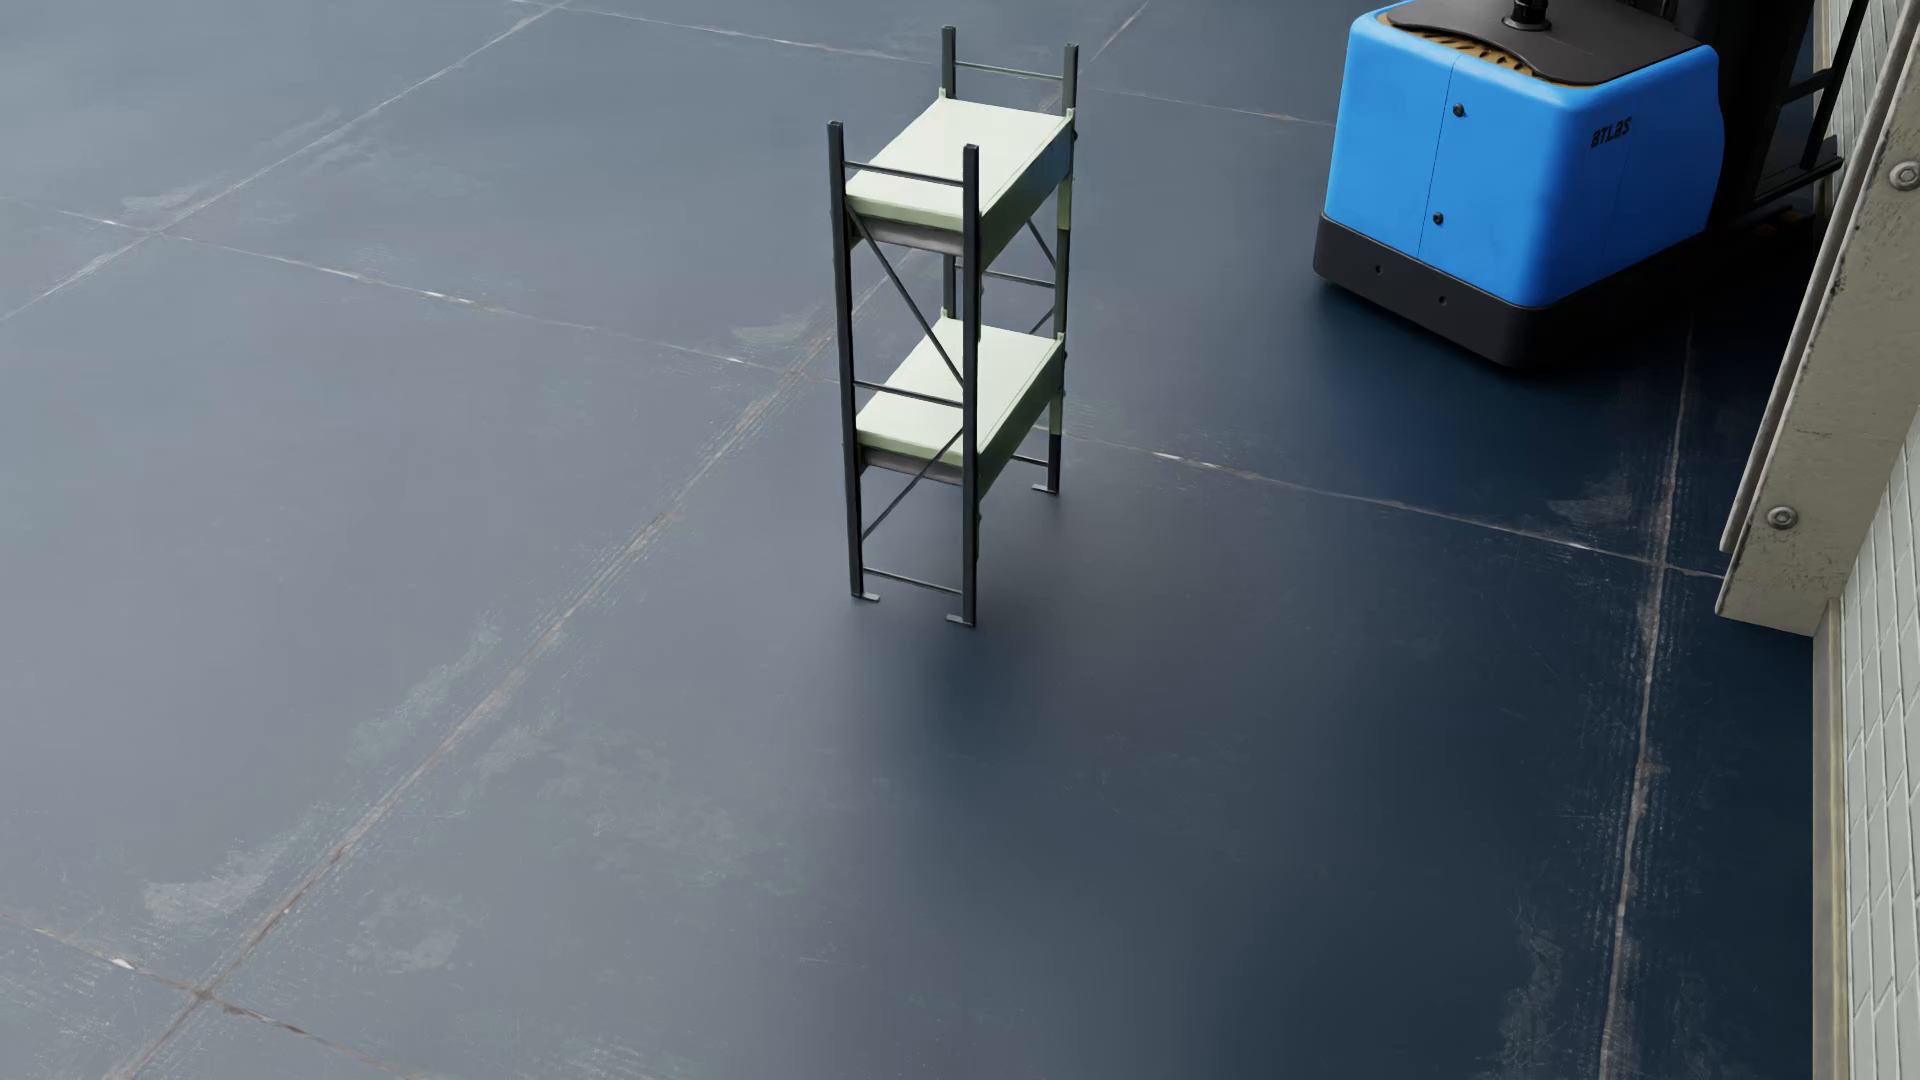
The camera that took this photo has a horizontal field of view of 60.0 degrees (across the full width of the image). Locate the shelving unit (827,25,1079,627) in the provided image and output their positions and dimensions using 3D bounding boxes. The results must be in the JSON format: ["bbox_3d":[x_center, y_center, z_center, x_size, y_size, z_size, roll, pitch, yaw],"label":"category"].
[{"bbox_3d":[-0.003,-0.597,4.796,0.431,1.500,0.755,14,39,18],"label":"shelving unit"}]

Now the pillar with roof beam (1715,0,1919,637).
[{"bbox_3d":[-1.515,-4.437,3.670,9.100,9.000,0.400,14,39,18],"label":"pillar with roof beam"}]

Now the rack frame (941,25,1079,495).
[{"bbox_3d":[0.137,-0.800,5.067,0.400,1.500,0.023,14,39,18],"label":"rack frame"}]

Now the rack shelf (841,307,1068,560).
[{"bbox_3d":[-0.003,-0.336,4.991,0.431,0.370,0.720,14,39,18],"label":"rack shelf"}]

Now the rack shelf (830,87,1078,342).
[{"bbox_3d":[-0.003,-0.910,4.562,0.431,0.370,0.720,14,39,18],"label":"rack shelf"}]

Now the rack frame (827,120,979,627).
[{"bbox_3d":[-0.142,-0.394,4.525,0.400,1.500,0.023,14,39,18],"label":"rack frame"}]

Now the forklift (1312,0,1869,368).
[{"bbox_3d":[2.867,-2.507,6.157,3.031,2.935,1.130,-25,43,-29],"label":"forklift"}]
